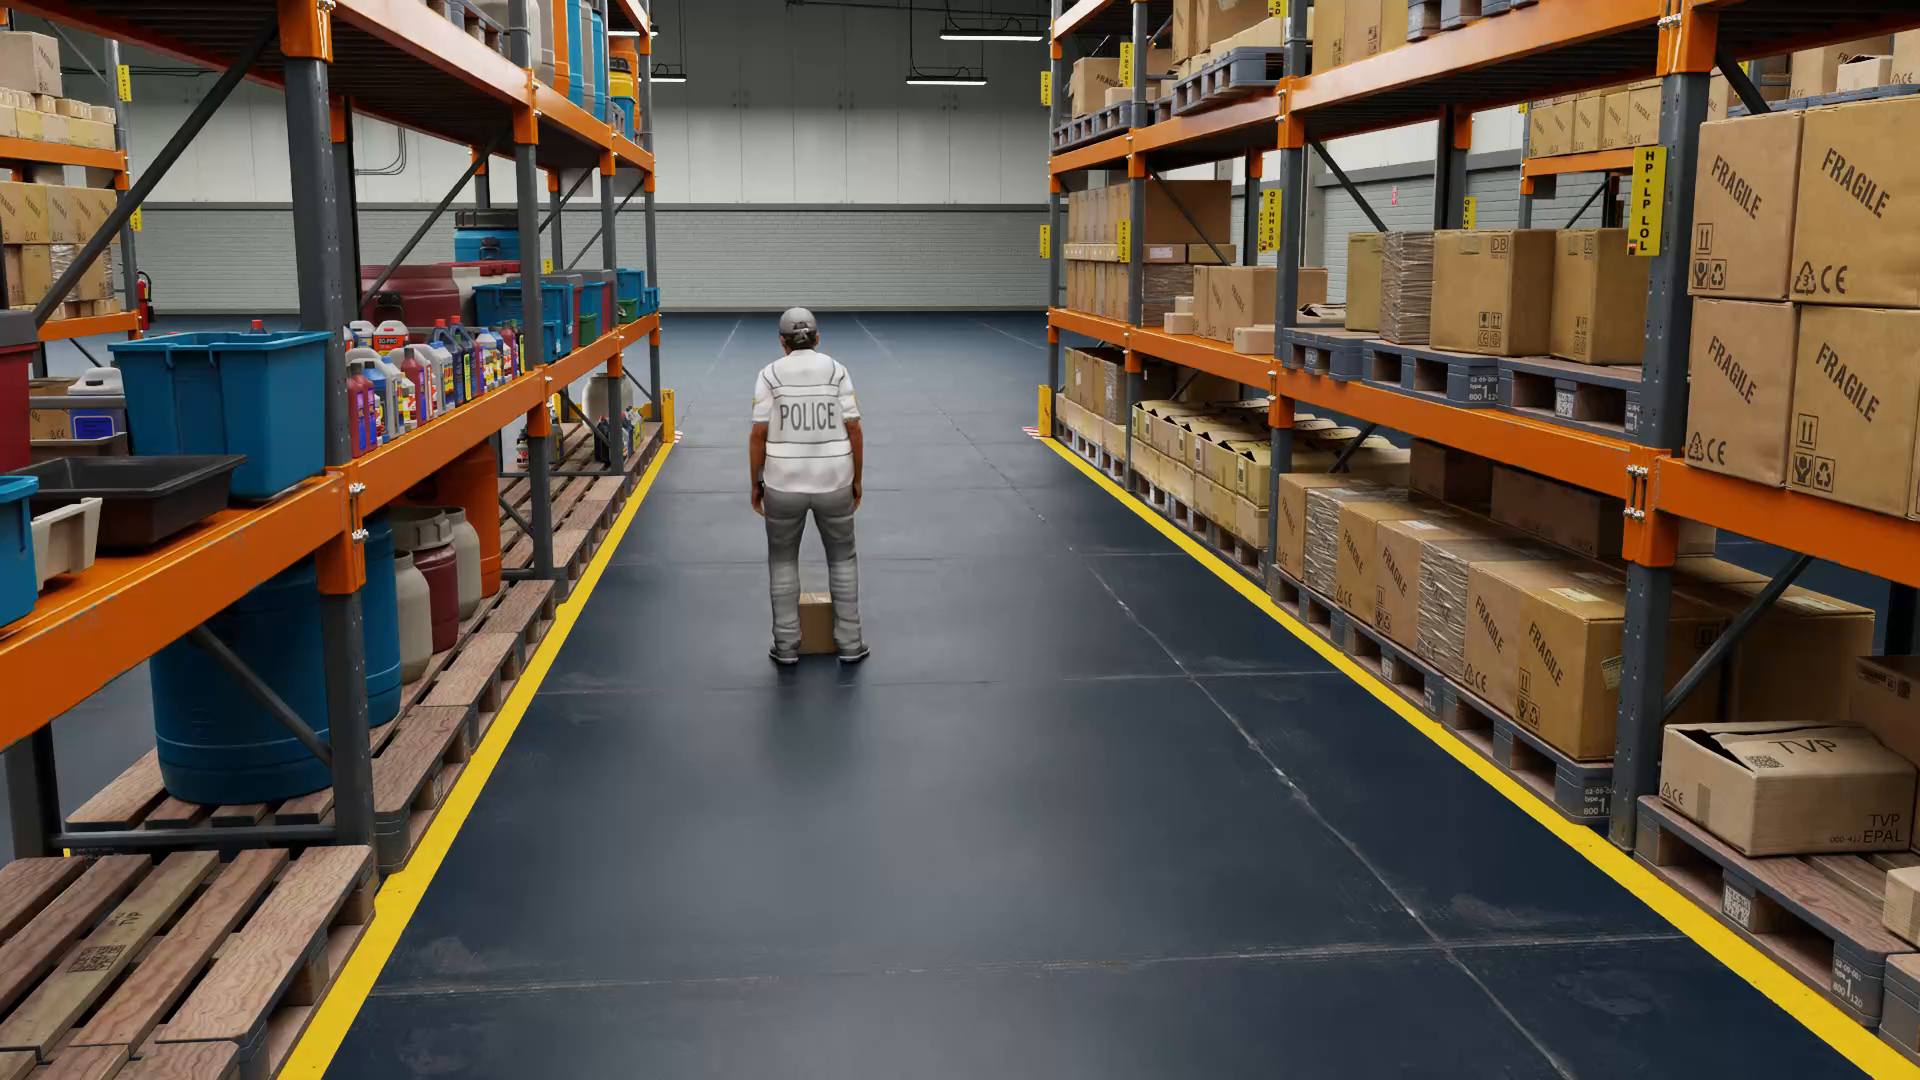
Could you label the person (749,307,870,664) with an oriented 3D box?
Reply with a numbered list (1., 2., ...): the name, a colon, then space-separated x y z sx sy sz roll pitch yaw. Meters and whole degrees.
1. person: -0.704 -0.252 7.802 0.563 1.666 0.469 -2 10 -9
